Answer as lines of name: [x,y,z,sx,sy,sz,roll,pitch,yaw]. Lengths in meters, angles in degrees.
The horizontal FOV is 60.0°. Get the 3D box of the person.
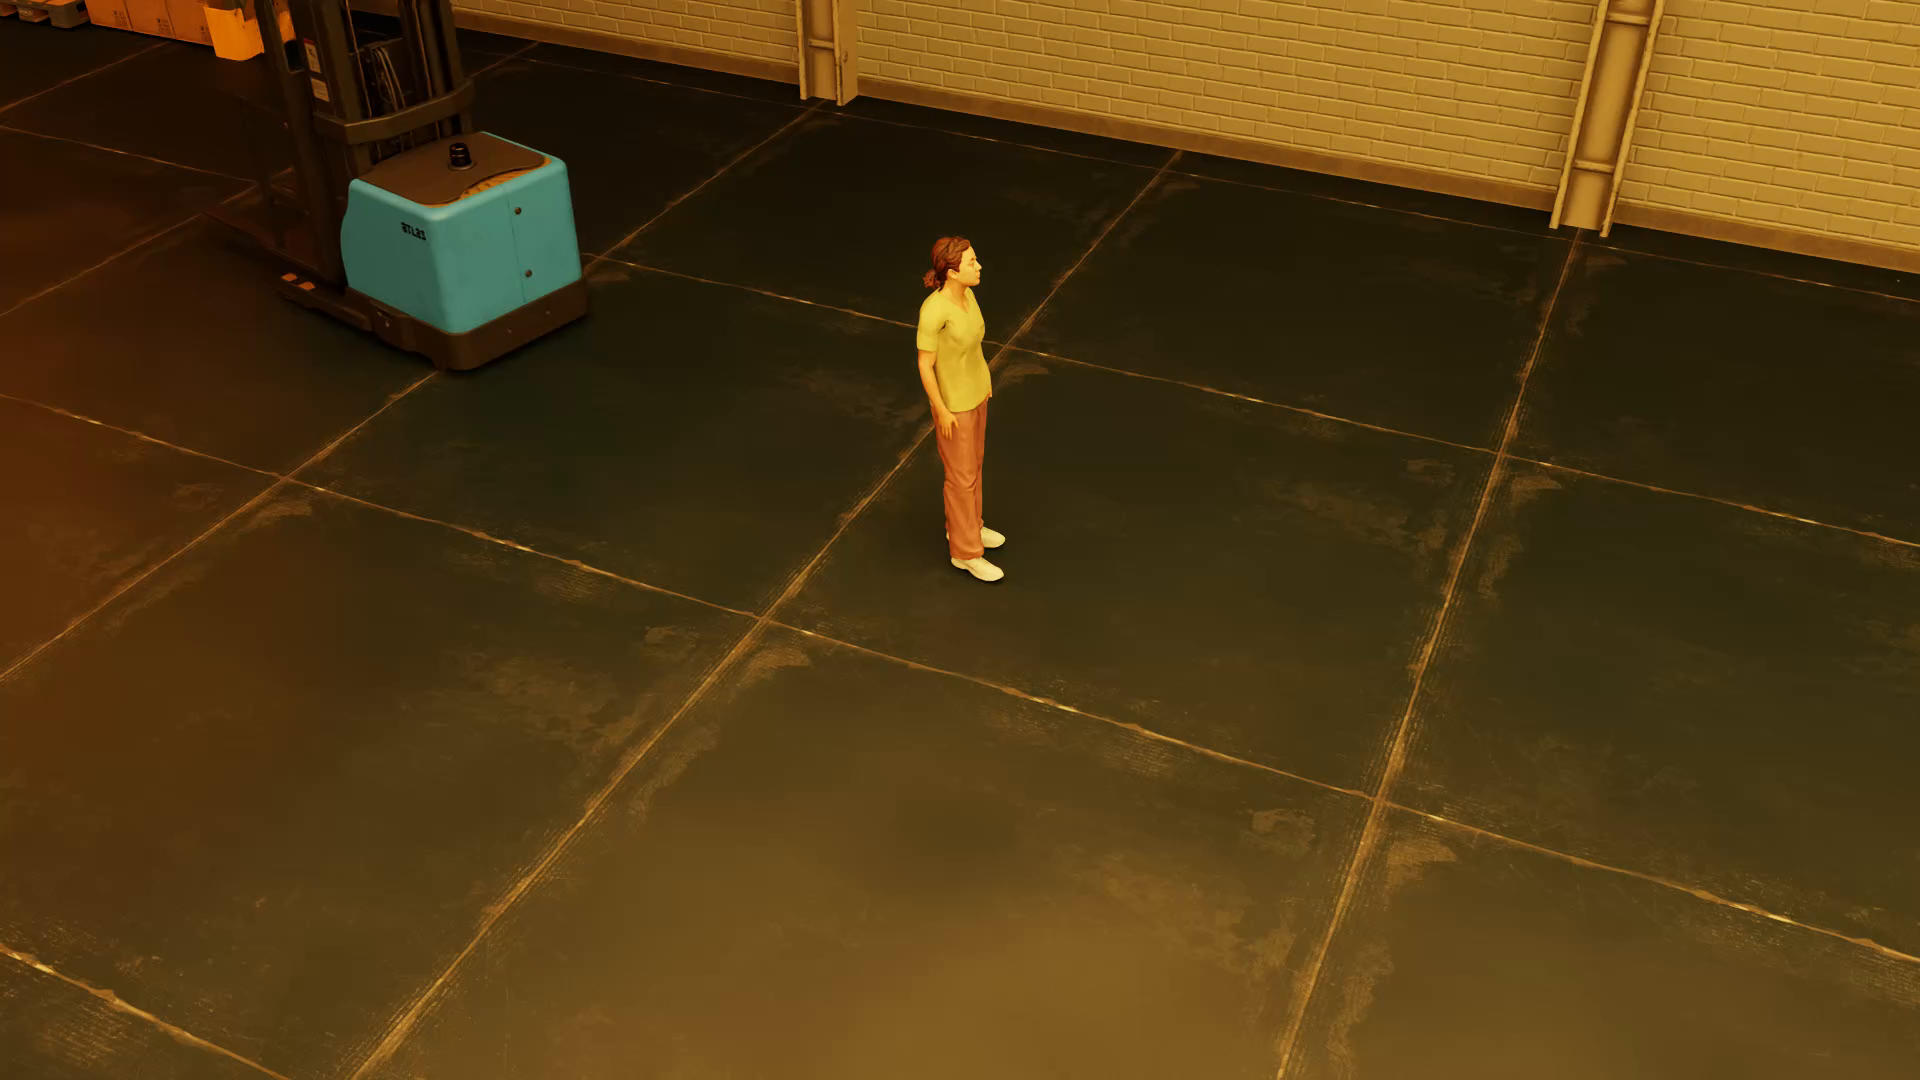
person: [0.063,-0.659,8.089,0.548,1.661,0.553,15,38,20]

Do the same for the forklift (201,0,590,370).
forklift: [-3.818,-2.900,10.153,3.031,2.935,1.130,24,42,30]
